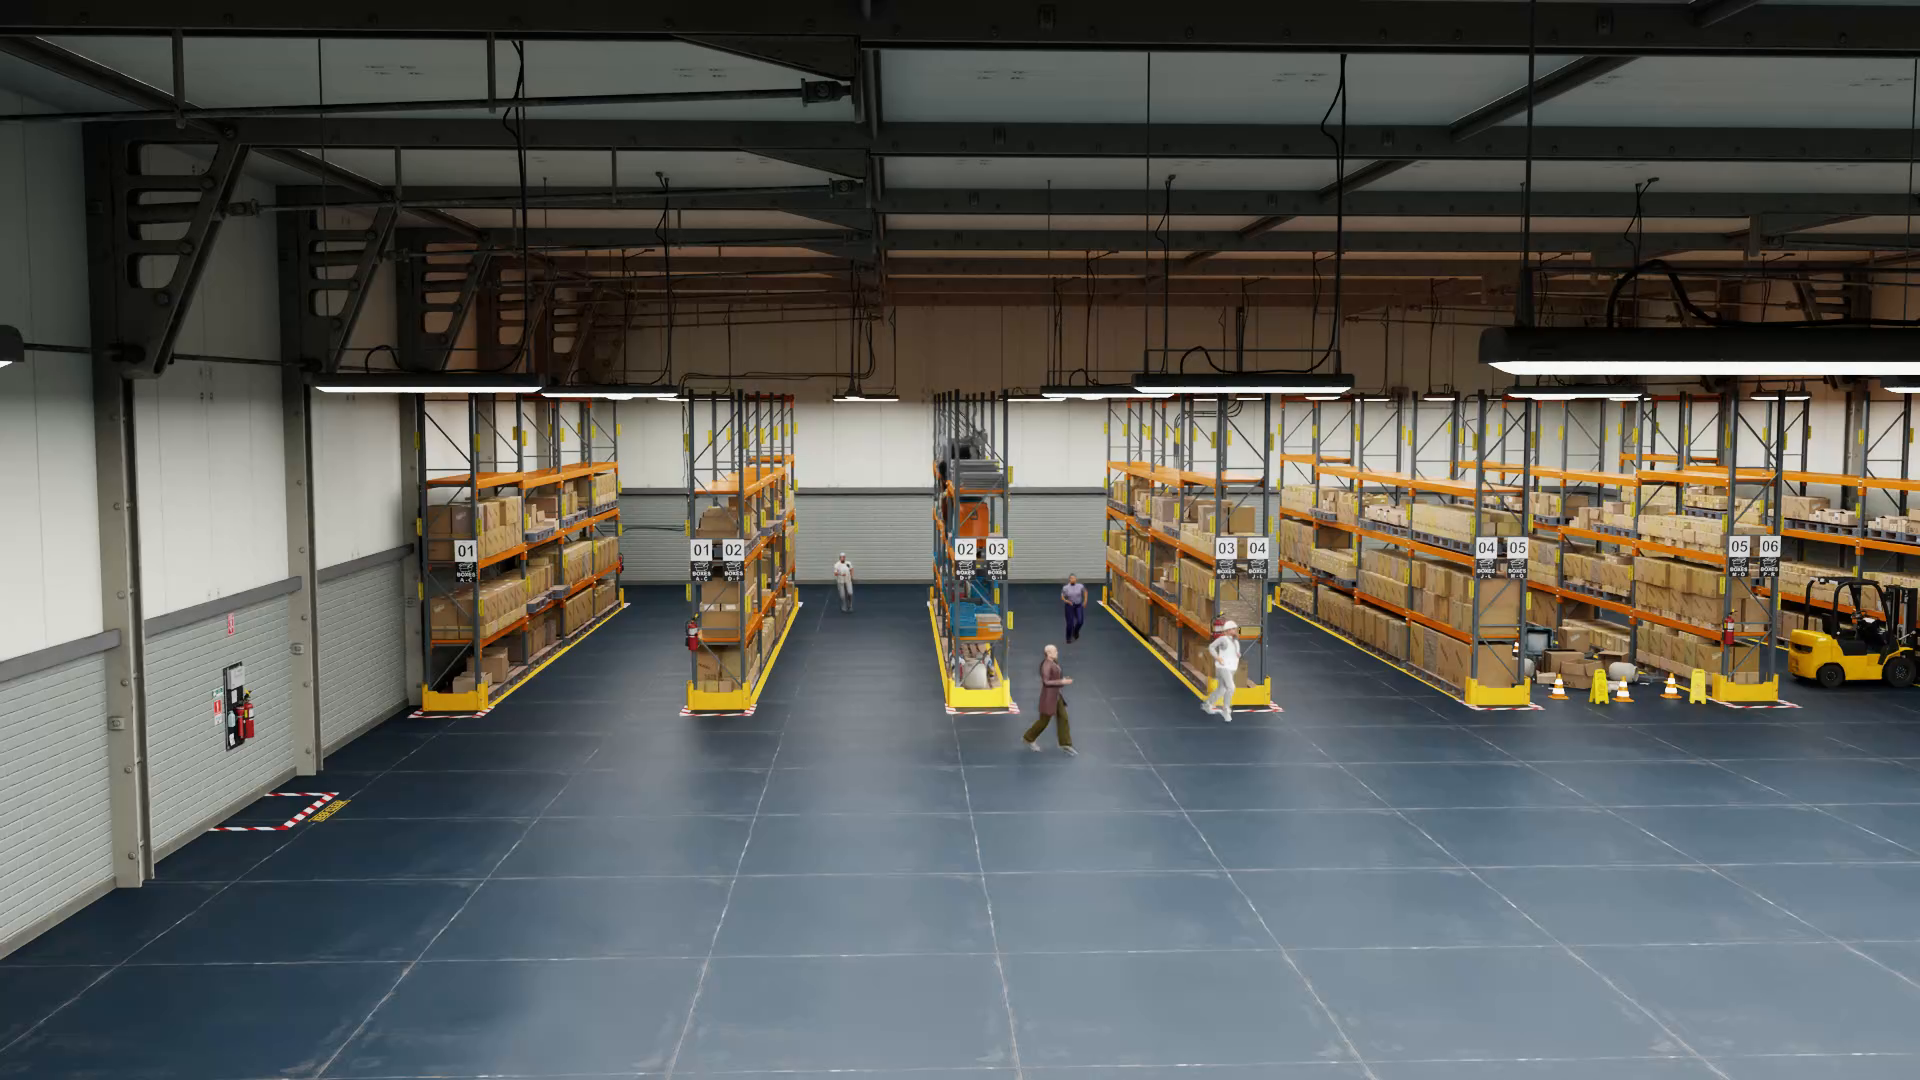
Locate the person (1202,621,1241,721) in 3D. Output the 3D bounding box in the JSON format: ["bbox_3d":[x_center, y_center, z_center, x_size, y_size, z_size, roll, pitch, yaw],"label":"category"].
[{"bbox_3d":[4.822,2.387,30.452,0.706,1.828,0.668,4,6,38],"label":"person"}]

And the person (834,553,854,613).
[{"bbox_3d":[-3.196,1.179,45.846,0.549,1.667,0.654,-1,5,-7],"label":"person"}]

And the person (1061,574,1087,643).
[{"bbox_3d":[2.605,1.570,37.837,0.628,1.606,0.705,0,5,-4],"label":"person"}]

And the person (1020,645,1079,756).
[{"bbox_3d":[1.454,2.615,27.133,0.966,1.831,0.697,2,5,21],"label":"person"}]
